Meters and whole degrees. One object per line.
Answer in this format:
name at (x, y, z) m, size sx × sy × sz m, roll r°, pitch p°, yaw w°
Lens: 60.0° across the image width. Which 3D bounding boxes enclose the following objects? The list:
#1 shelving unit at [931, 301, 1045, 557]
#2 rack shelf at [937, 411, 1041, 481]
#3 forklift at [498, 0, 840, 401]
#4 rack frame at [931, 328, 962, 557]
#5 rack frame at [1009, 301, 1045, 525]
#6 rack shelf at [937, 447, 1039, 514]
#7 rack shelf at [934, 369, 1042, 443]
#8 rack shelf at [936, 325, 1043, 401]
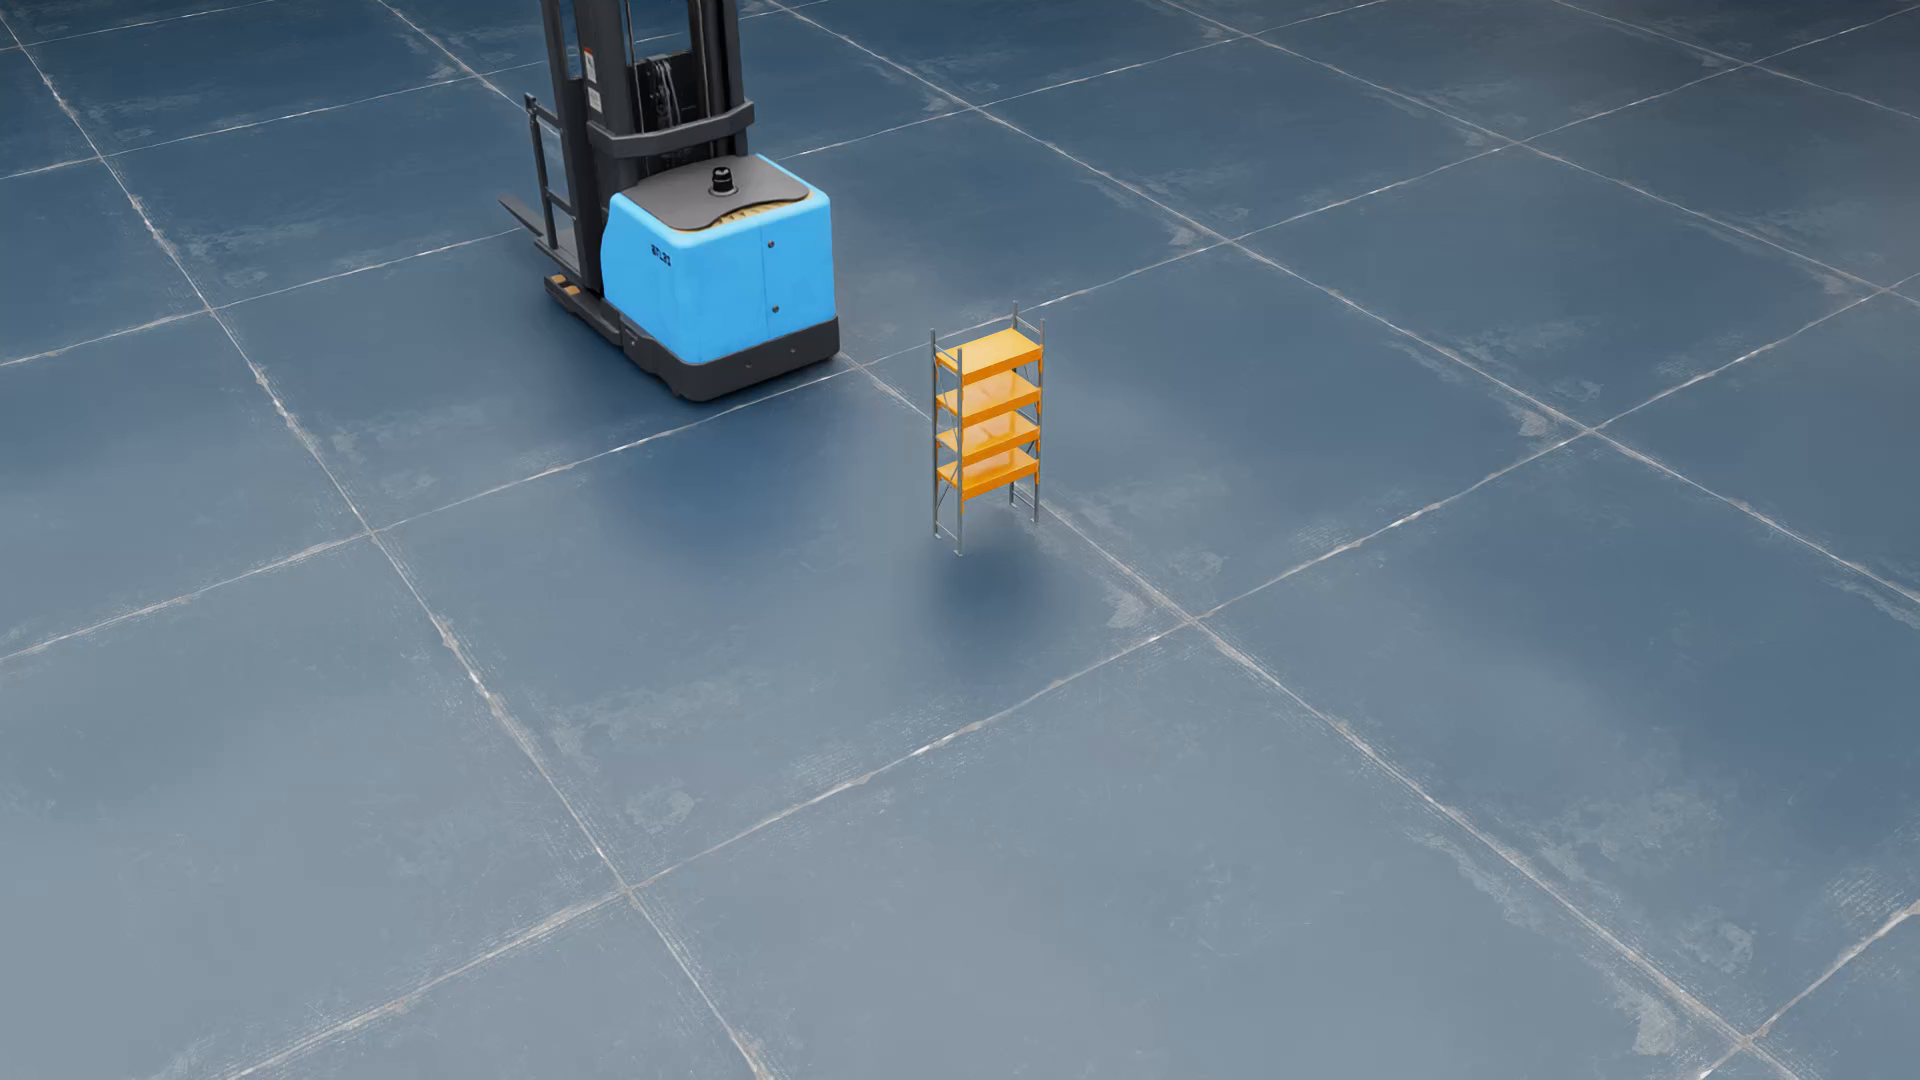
shelving unit at (0.135, -0.543, 8.290) m, size 0.503 × 1.200 × 0.258 m, roll -22°, pitch 41°, yaw -28°
rack shelf at (0.135, -0.488, 8.330) m, size 0.480 × 0.148 × 0.258 m, roll -22°, pitch 41°, yaw -28°
forklift at (-2.013, -2.794, 9.937) m, size 1.130 × 2.935 × 3.031 m, roll -24°, pitch 42°, yaw -29°
rack frame at (-0.064, -0.461, 8.176) m, size 0.015 × 1.200 × 0.240 m, roll -22°, pitch 41°, yaw -28°
rack frame at (0.335, -0.625, 8.405) m, size 0.015 × 1.200 × 0.240 m, roll -22°, pitch 41°, yaw -28°
rack shelf at (0.135, -0.327, 8.446) m, size 0.480 × 0.148 × 0.258 m, roll -22°, pitch 41°, yaw -28°
rack shelf at (0.135, -0.670, 8.199) m, size 0.480 × 0.148 × 0.258 m, roll -22°, pitch 41°, yaw -28°
rack shelf at (0.135, -0.862, 8.061) m, size 0.480 × 0.148 × 0.258 m, roll -22°, pitch 41°, yaw -28°
